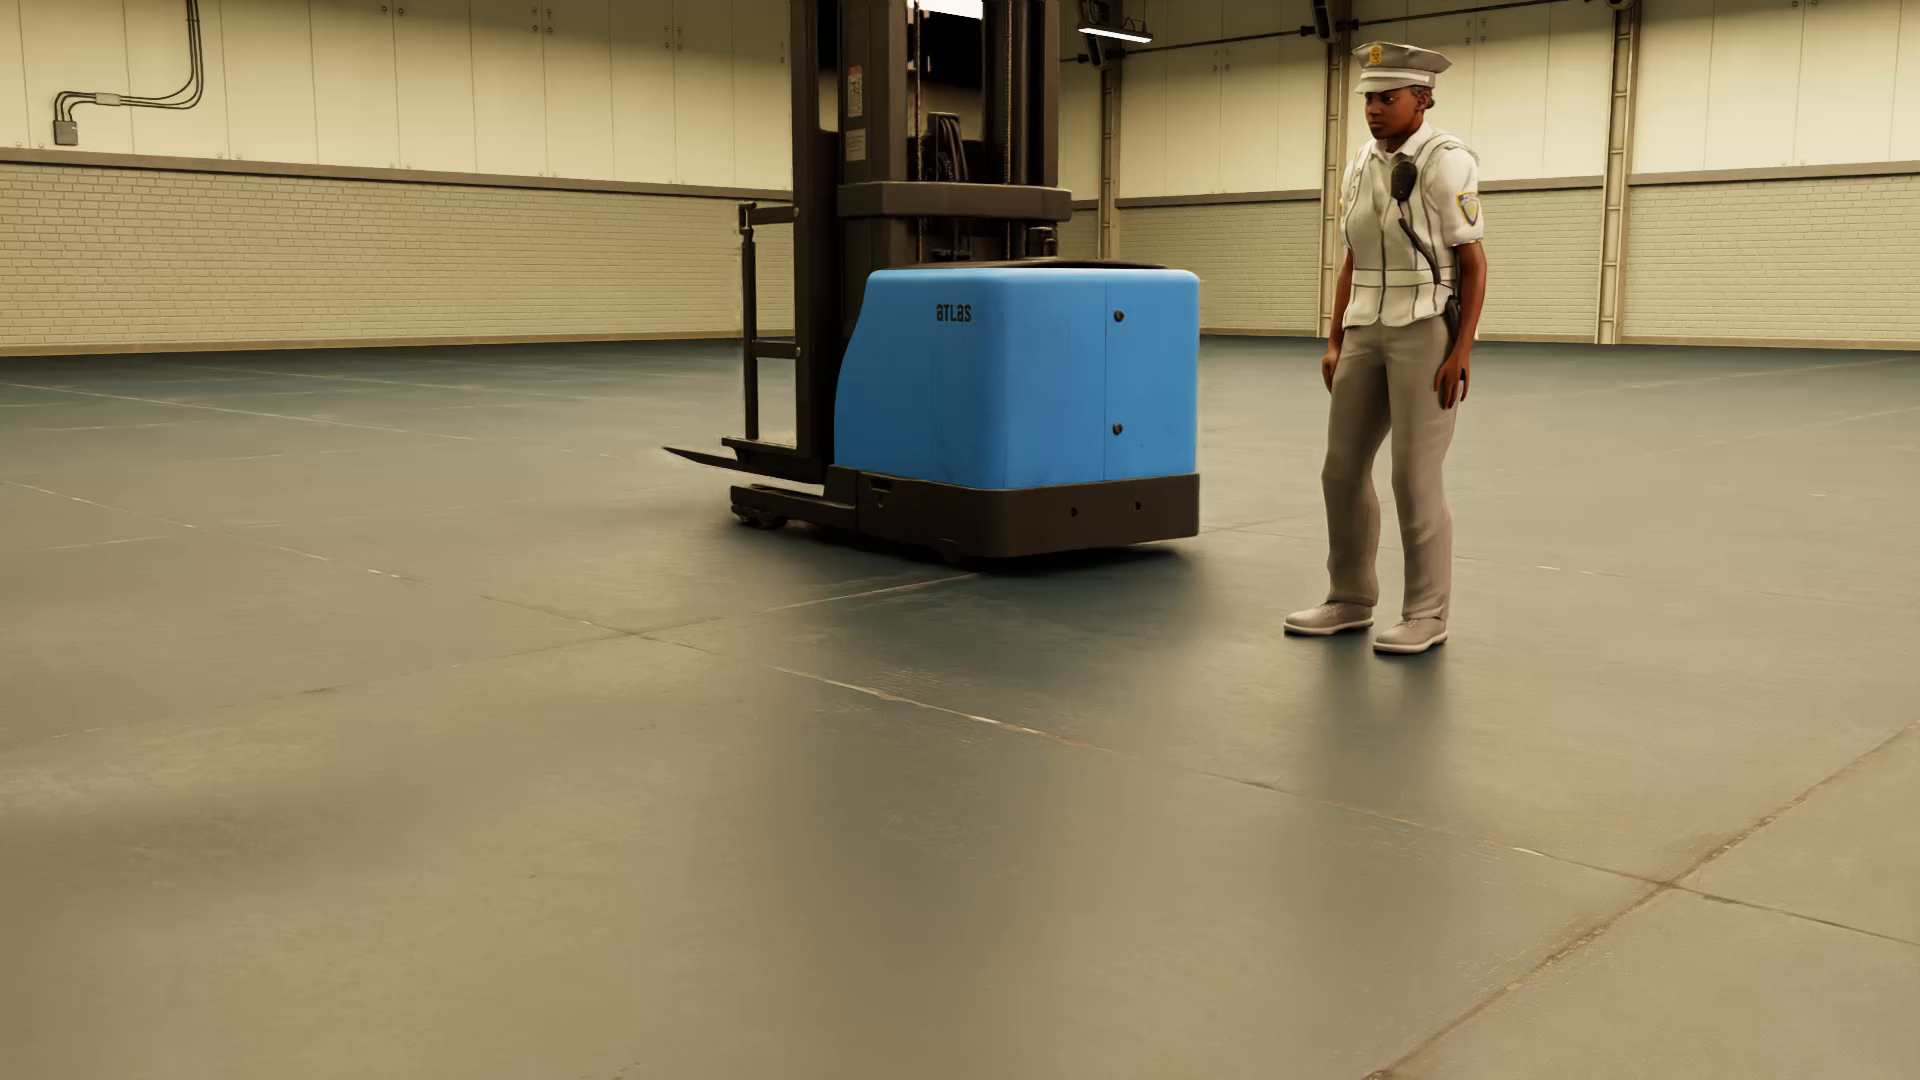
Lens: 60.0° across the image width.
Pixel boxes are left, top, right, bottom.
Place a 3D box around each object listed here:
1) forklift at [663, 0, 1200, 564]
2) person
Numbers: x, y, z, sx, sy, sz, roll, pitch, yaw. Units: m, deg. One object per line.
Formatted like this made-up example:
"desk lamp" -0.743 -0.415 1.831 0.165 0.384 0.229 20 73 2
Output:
"forklift" -0.340 -1.538 7.085 1.130 2.935 3.031 -6 10 -35
"person" 1.224 -0.531 4.689 0.397 1.655 0.517 -6 11 -36
